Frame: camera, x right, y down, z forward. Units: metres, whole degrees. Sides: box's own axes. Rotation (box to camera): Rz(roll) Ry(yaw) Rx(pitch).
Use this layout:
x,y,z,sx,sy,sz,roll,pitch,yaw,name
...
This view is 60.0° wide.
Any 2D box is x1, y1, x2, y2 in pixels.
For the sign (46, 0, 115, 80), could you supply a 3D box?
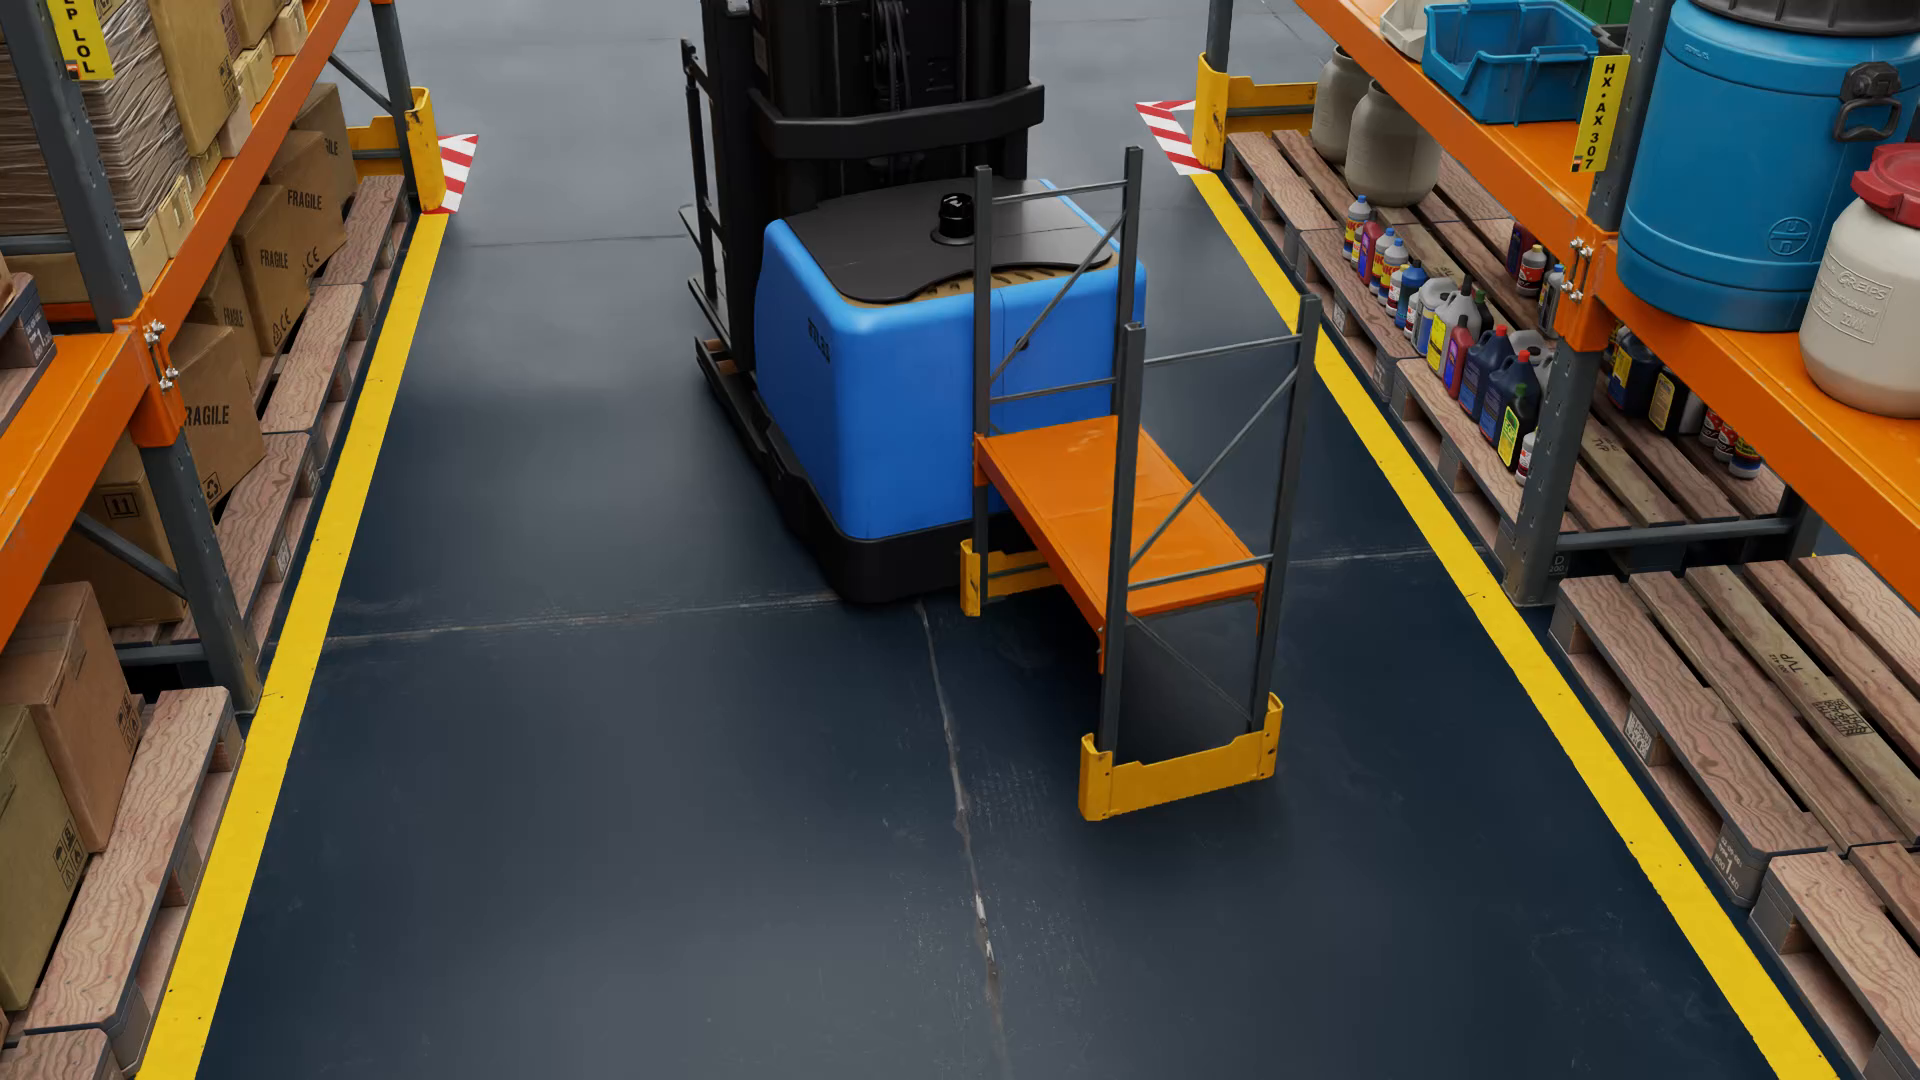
x,y,z,sx,sy,sz,roll,pitch,yaw,name
-2.062,-1.231,3.864,0.100,0.325,0.005,-4,35,-6,sign

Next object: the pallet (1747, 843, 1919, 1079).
x,y,z,sx,sy,sz,roll,pitch,yaw,name
2.608,1.187,3.821,1.003,0.211,1.213,-4,35,-6,pallet

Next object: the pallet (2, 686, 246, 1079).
x,y,z,sx,sy,sz,roll,pitch,yaw,name
-2.506,0.878,4.273,1.003,0.211,1.213,-4,35,-6,pallet

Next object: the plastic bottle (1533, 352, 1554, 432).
x,y,z,sx,sy,sz,roll,pitch,yaw,name
2.067,-0.519,5.809,0.144,0.351,0.185,-4,35,-6,plastic bottle

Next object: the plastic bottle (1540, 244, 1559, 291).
x,y,z,sx,sy,sz,roll,pitch,yaw,name
2.465,-1.160,6.816,0.152,0.276,0.135,-5,35,-8,plastic bottle

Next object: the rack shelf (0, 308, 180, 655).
x,y,z,sx,sy,sz,roll,pitch,yaw,name
-2.343,0.705,2.690,1.077,0.370,4.000,-4,35,-6,rack shelf

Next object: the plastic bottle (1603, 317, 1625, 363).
x,y,z,sx,sy,sz,roll,pitch,yaw,name
2.517,-0.804,6.298,0.097,0.271,0.097,0,34,0,plastic bottle

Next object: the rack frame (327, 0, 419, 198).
x,y,z,sx,sy,sz,roll,pitch,yaw,name
-3.150,-2.940,7.401,1.000,3.000,0.127,-4,35,-6,rack frame

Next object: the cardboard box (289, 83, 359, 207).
x,y,z,sx,sy,sz,roll,pitch,yaw,name
-3.082,-1.731,7.473,0.500,0.500,0.500,2,34,2,cardboard box

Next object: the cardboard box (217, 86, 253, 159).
x,y,z,sx,sy,sz,roll,pitch,yaw,name
-2.460,-1.306,5.227,0.380,0.149,0.250,-4,35,-6,cardboard box

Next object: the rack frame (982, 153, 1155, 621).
x,y,z,sx,sy,sz,roll,pitch,yaw,name
0.309,-0.413,5.024,0.500,1.500,0.032,-12,36,-17,rack frame

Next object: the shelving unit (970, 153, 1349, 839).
x,y,z,sx,sy,sz,roll,pitch,yaw,name
0.493,-0.140,4.624,0.587,1.500,1.083,-12,36,-17,shelving unit

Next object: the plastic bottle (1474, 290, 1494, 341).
x,y,z,sx,sy,sz,roll,pitch,yaw,name
1.953,-0.790,6.266,0.061,0.283,0.133,-4,35,-6,plastic bottle

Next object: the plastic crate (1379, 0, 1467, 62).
x,y,z,sx,sy,sz,roll,pitch,yaw,name
1.827,-1.861,6.052,0.530,0.136,0.437,-4,35,-6,plastic crate

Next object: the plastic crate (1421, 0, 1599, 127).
x,y,z,sx,sy,sz,roll,pitch,yaw,name
1.878,-1.619,5.594,0.499,0.251,0.616,-4,35,-6,plastic crate

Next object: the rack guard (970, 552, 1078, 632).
x,y,z,sx,sy,sz,roll,pitch,yaw,name
0.316,0.114,5.361,0.587,0.250,0.087,-12,36,-17,rack guard

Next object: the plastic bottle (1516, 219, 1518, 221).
x,y,z,sx,sy,sz,roll,pitch,yaw,name
2.440,-1.349,7.160,0.097,0.201,0.097,0,34,0,plastic bottle

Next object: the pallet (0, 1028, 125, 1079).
x,y,z,sx,sy,sz,roll,pitch,yaw,name
-2.338,1.561,3.272,1.003,0.211,1.213,-4,35,-6,pallet

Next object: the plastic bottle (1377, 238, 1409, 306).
x,y,z,sx,sy,sz,roll,pitch,yaw,name
1.753,-1.087,6.714,0.097,0.271,0.097,0,34,0,plastic bottle

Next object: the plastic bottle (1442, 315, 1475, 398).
x,y,z,sx,sy,sz,roll,pitch,yaw,name
1.835,-0.675,6.098,0.061,0.283,0.133,-2,34,-3,plastic bottle

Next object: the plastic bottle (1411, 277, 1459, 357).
x,y,z,sx,sy,sz,roll,pitch,yaw,name
1.837,-0.855,6.370,0.152,0.276,0.135,-4,34,-6,plastic bottle

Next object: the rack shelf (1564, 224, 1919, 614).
x,y,z,sx,sy,sz,roll,pitch,yaw,name
2.565,0.330,3.241,1.077,0.370,4.000,-4,35,-6,rack shelf

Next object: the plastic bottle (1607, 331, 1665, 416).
x,y,z,sx,sy,sz,roll,pitch,yaw,name
2.456,-0.641,5.989,0.144,0.351,0.185,-4,35,-6,plastic bottle

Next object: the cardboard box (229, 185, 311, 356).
x,y,z,sx,sy,sz,roll,pitch,yaw,name
-2.903,-1.049,6.473,0.500,0.500,0.500,-1,34,-2,cardboard box

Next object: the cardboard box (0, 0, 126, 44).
x,y,z,sx,sy,sz,roll,pitch,yaw,name
-2.420,-1.556,4.129,0.500,0.500,0.500,-4,35,-6,cardboard box

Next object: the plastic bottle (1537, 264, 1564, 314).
x,y,z,sx,sy,sz,roll,pitch,yaw,name
2.377,-1.003,6.653,0.097,0.201,0.097,0,34,0,plastic bottle

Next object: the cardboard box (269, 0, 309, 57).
x,y,z,sx,sy,sz,roll,pitch,yaw,name
-2.601,-1.864,6.045,0.380,0.149,0.250,-4,35,-6,cardboard box

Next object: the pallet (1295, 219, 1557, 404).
x,y,z,sx,sy,sz,roll,pitch,yaw,name
2.080,-0.991,7.017,1.003,0.211,1.213,-4,35,-6,pallet

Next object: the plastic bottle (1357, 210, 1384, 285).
x,y,z,sx,sy,sz,roll,pitch,yaw,name
1.706,-1.212,6.886,0.061,0.283,0.133,-4,34,-6,plastic bottle

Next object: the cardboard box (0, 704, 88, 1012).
x,y,z,sx,sy,sz,roll,pitch,yaw,name
-2.505,0.755,3.808,0.700,0.500,0.500,-5,35,-7,cardboard box

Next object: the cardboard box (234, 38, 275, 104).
x,y,z,sx,sy,sz,roll,pitch,yaw,name
-2.558,-1.583,5.633,0.380,0.149,0.250,-4,35,-6,cardboard box

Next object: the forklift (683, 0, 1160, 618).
x,y,z,sx,sy,sz,roll,pitch,yaw,name
-0.385,-1.787,5.770,1.130,2.935,3.031,-12,36,-18,forklift

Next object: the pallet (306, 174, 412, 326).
x,y,z,sx,sy,sz,roll,pitch,yaw,name
-3.065,-1.290,7.455,1.003,0.211,1.213,-4,35,-6,pallet

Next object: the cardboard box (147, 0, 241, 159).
x,y,z,sx,sy,sz,roll,pitch,yaw,name
-2.643,-1.410,4.802,0.875,0.500,0.500,-4,35,-6,cardboard box

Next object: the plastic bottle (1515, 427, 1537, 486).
x,y,z,sx,sy,sz,roll,pitch,yaw,name
1.939,-0.288,5.603,0.097,0.201,0.097,0,34,0,plastic bottle

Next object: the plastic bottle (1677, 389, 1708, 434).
x,y,z,sx,sy,sz,roll,pitch,yaw,name
2.617,-0.529,5.890,0.152,0.276,0.135,-3,34,-5,plastic bottle

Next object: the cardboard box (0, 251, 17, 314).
x,y,z,sx,sy,sz,roll,pitch,yaw,name
-2.644,-0.676,3.172,1.000,1.000,1.000,-4,34,-6,cardboard box

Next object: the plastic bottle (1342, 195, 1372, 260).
x,y,z,sx,sy,sz,roll,pitch,yaw,name
1.693,-1.334,7.077,0.097,0.271,0.097,0,34,0,plastic bottle

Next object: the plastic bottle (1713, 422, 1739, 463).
x,y,z,sx,sy,sz,roll,pitch,yaw,name
2.674,-0.376,5.733,0.097,0.201,0.097,0,34,0,plastic bottle

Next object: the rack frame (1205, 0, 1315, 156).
x,y,z,sx,sy,sz,roll,pitch,yaw,name
1.758,-3.315,7.951,1.000,3.000,0.127,-4,35,-6,rack frame

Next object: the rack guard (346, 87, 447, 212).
x,y,z,sx,sy,sz,roll,pitch,yaw,name
-3.140,-1.865,8.043,1.175,0.500,0.348,-4,35,-6,rack guard

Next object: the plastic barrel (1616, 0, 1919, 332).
x,y,z,sx,sy,sz,roll,pitch,yaw,name
2.048,-1.052,4.185,0.600,0.901,0.708,-4,35,-6,plastic barrel

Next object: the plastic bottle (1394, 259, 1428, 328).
x,y,z,sx,sy,sz,roll,pitch,yaw,name
1.780,-0.974,6.548,0.097,0.271,0.097,0,34,0,plastic bottle

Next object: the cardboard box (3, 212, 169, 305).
x,y,z,sx,sy,sz,roll,pitch,yaw,name
-2.343,-0.747,4.406,0.380,0.149,0.250,-4,35,-6,cardboard box

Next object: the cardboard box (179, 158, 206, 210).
x,y,z,sx,sy,sz,roll,pitch,yaw,name
-2.424,-1.025,4.814,0.380,0.149,0.250,-4,35,-6,cardboard box

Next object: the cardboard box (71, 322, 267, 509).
x,y,z,sx,sy,sz,roll,pitch,yaw,name
-2.711,-0.394,5.511,0.500,0.500,0.500,6,35,9,cardboard box

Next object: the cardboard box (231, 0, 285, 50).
x,y,z,sx,sy,sz,roll,pitch,yaw,name
-2.837,-1.963,5.615,0.875,0.500,0.500,-4,35,-6,cardboard box

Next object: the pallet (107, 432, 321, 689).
x,y,z,sx,sy,sz,roll,pitch,yaw,name
-2.737,0.072,5.457,1.003,0.211,1.213,-4,35,-6,pallet

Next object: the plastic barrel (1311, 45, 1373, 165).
x,y,z,sx,sy,sz,roll,pitch,yaw,name
1.922,-2.099,8.003,0.421,0.512,0.421,0,34,0,plastic barrel

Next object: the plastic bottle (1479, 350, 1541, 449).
x,y,z,sx,sy,sz,roll,pitch,yaw,name
1.924,-0.508,5.793,0.144,0.351,0.185,-5,35,-8,plastic bottle
